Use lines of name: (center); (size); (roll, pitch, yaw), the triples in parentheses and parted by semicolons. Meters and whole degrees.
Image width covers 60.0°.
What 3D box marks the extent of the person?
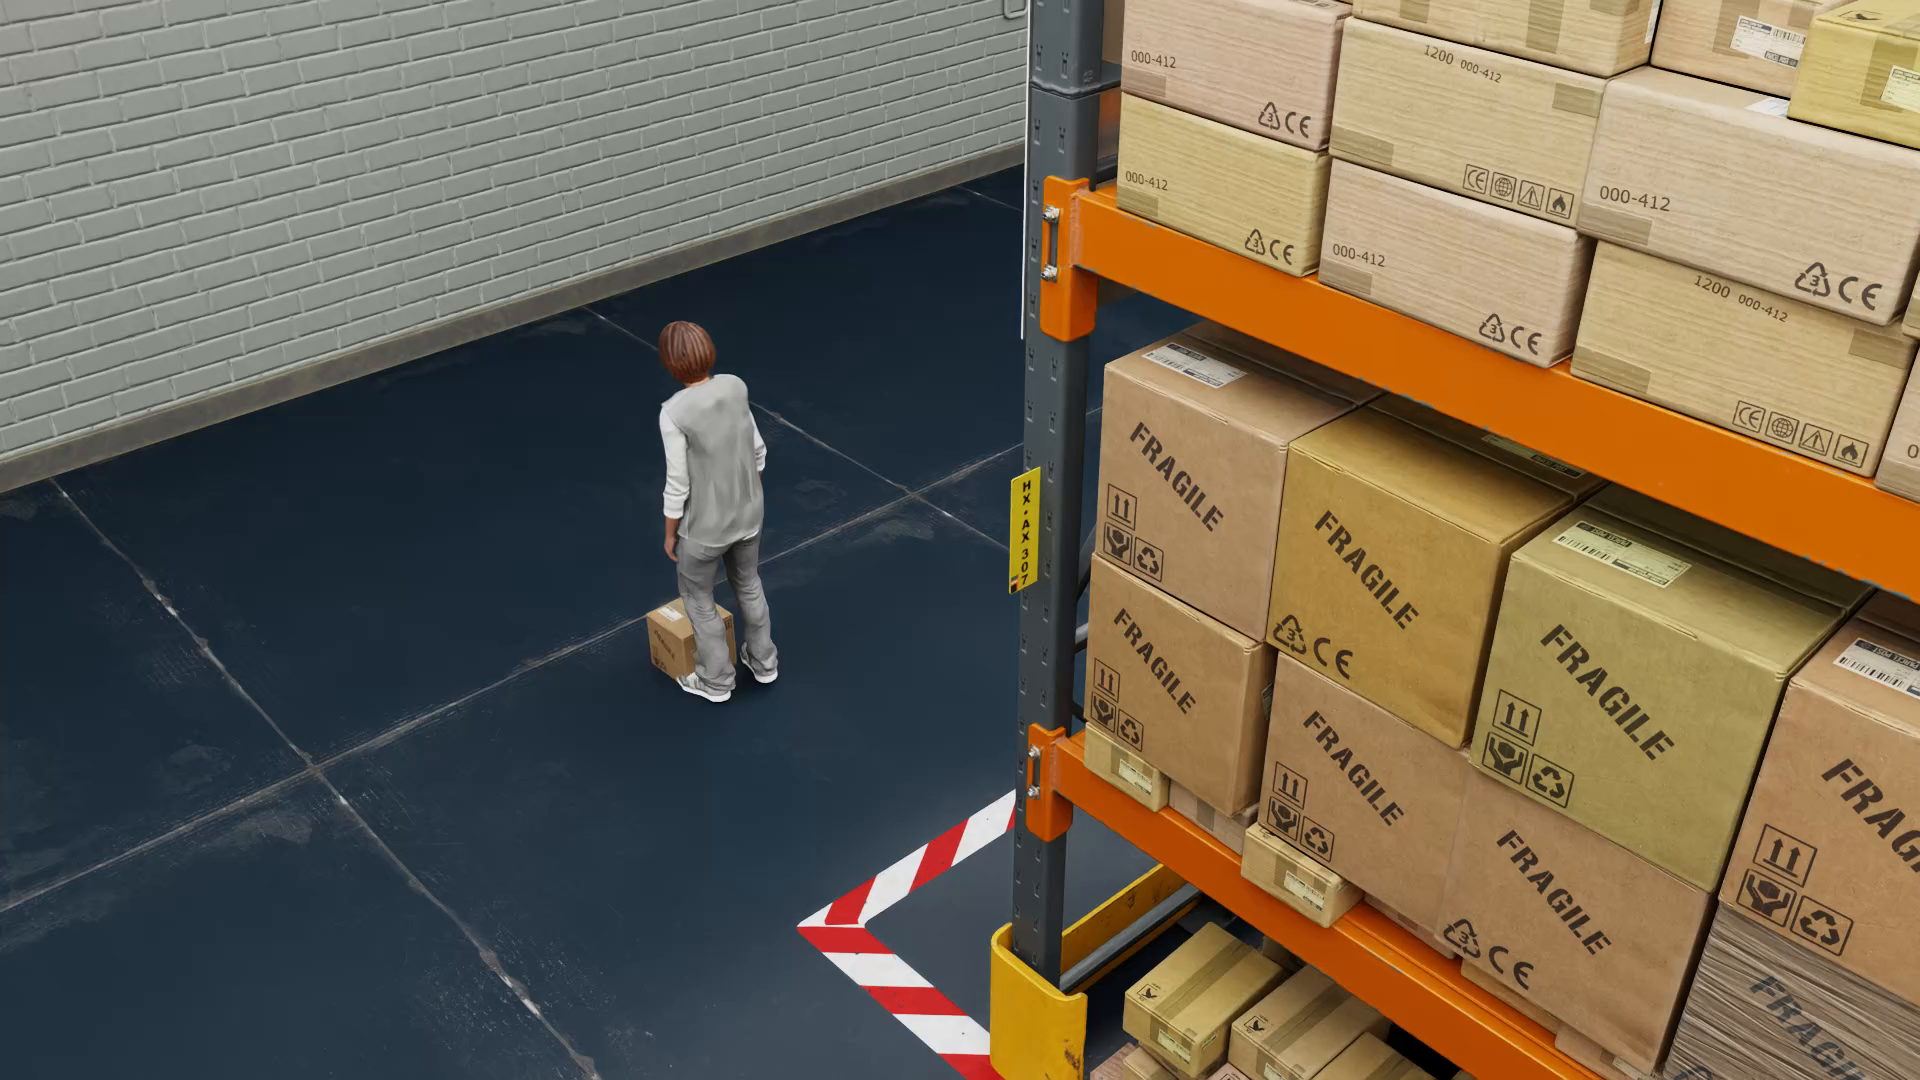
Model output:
person: (-0.931, -0.081, 6.277); (0.376, 1.590, 0.467); (28, 42, 37)
